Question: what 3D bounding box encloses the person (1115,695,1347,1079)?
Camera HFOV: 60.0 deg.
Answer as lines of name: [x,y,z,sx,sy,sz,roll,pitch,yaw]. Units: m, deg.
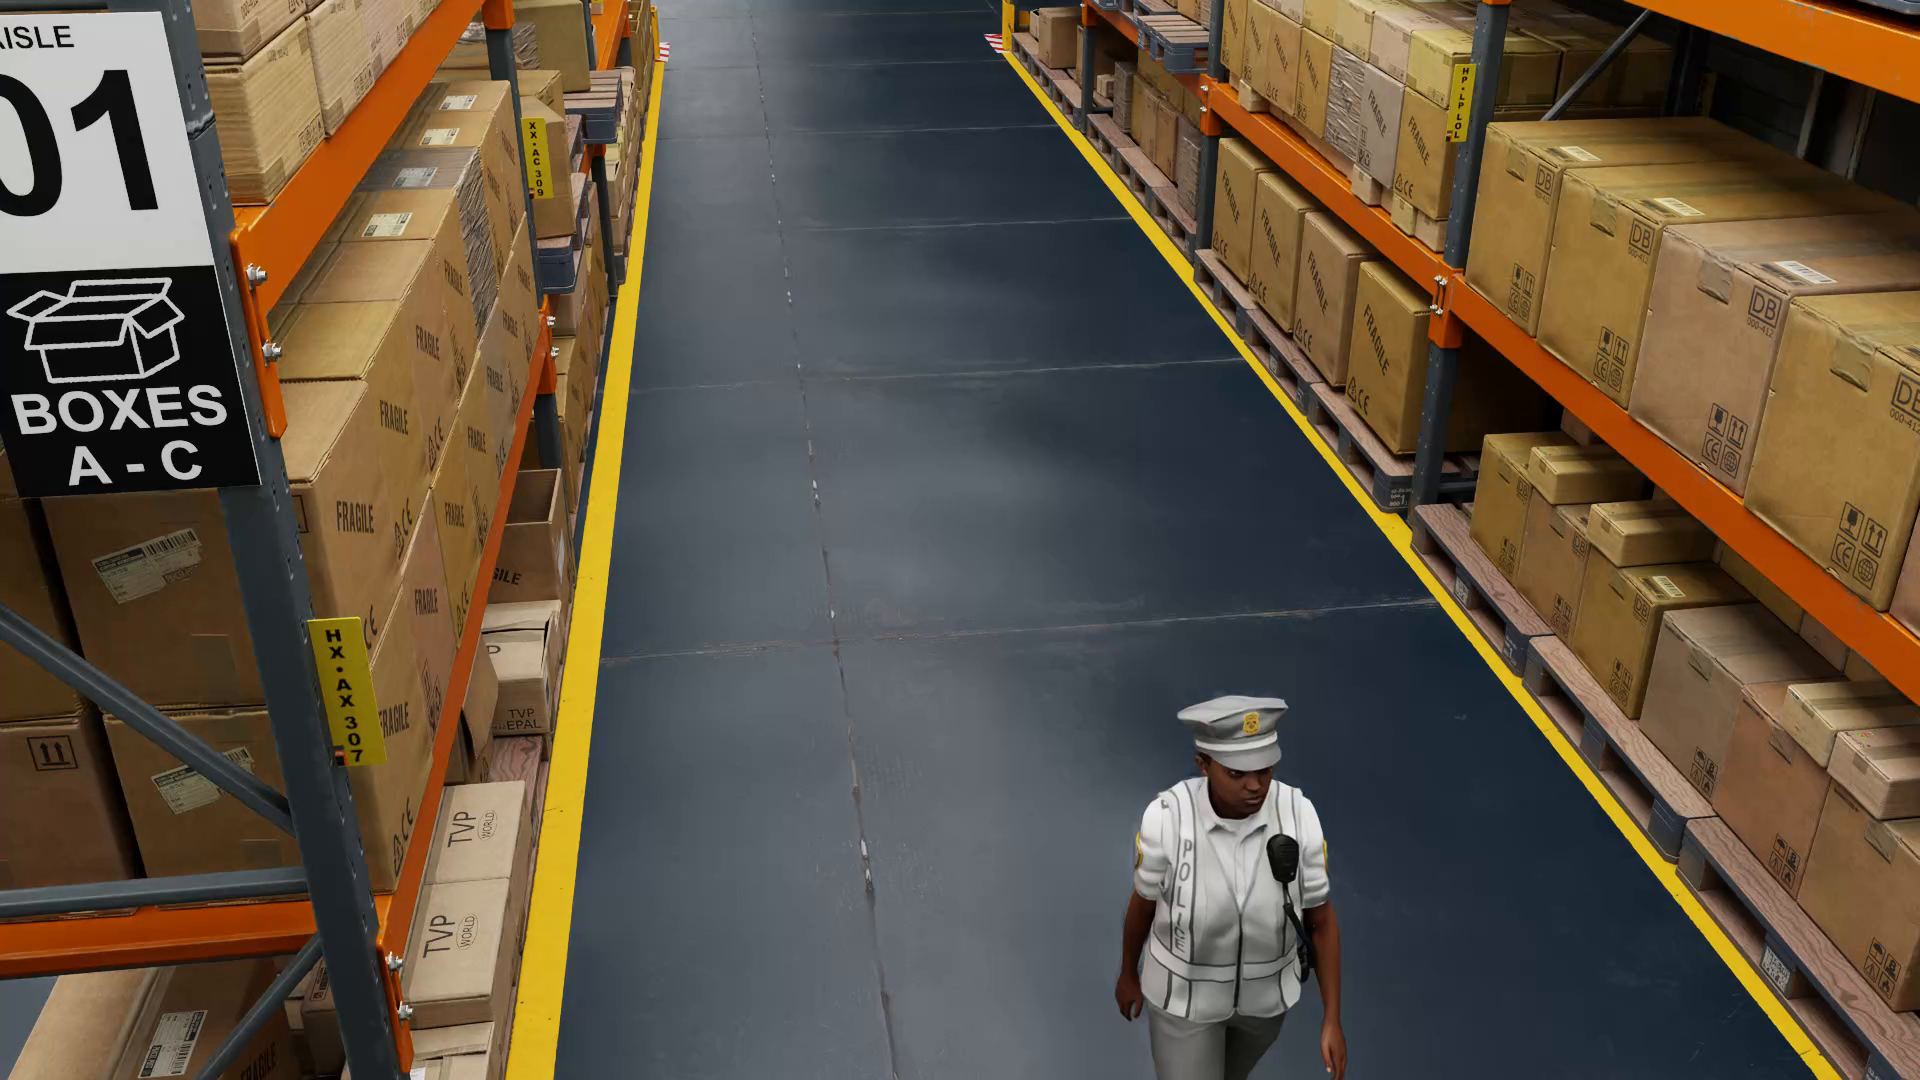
person: [0.650,1.074,4.000,0.480,1.640,1.006,-4,28,-8]
